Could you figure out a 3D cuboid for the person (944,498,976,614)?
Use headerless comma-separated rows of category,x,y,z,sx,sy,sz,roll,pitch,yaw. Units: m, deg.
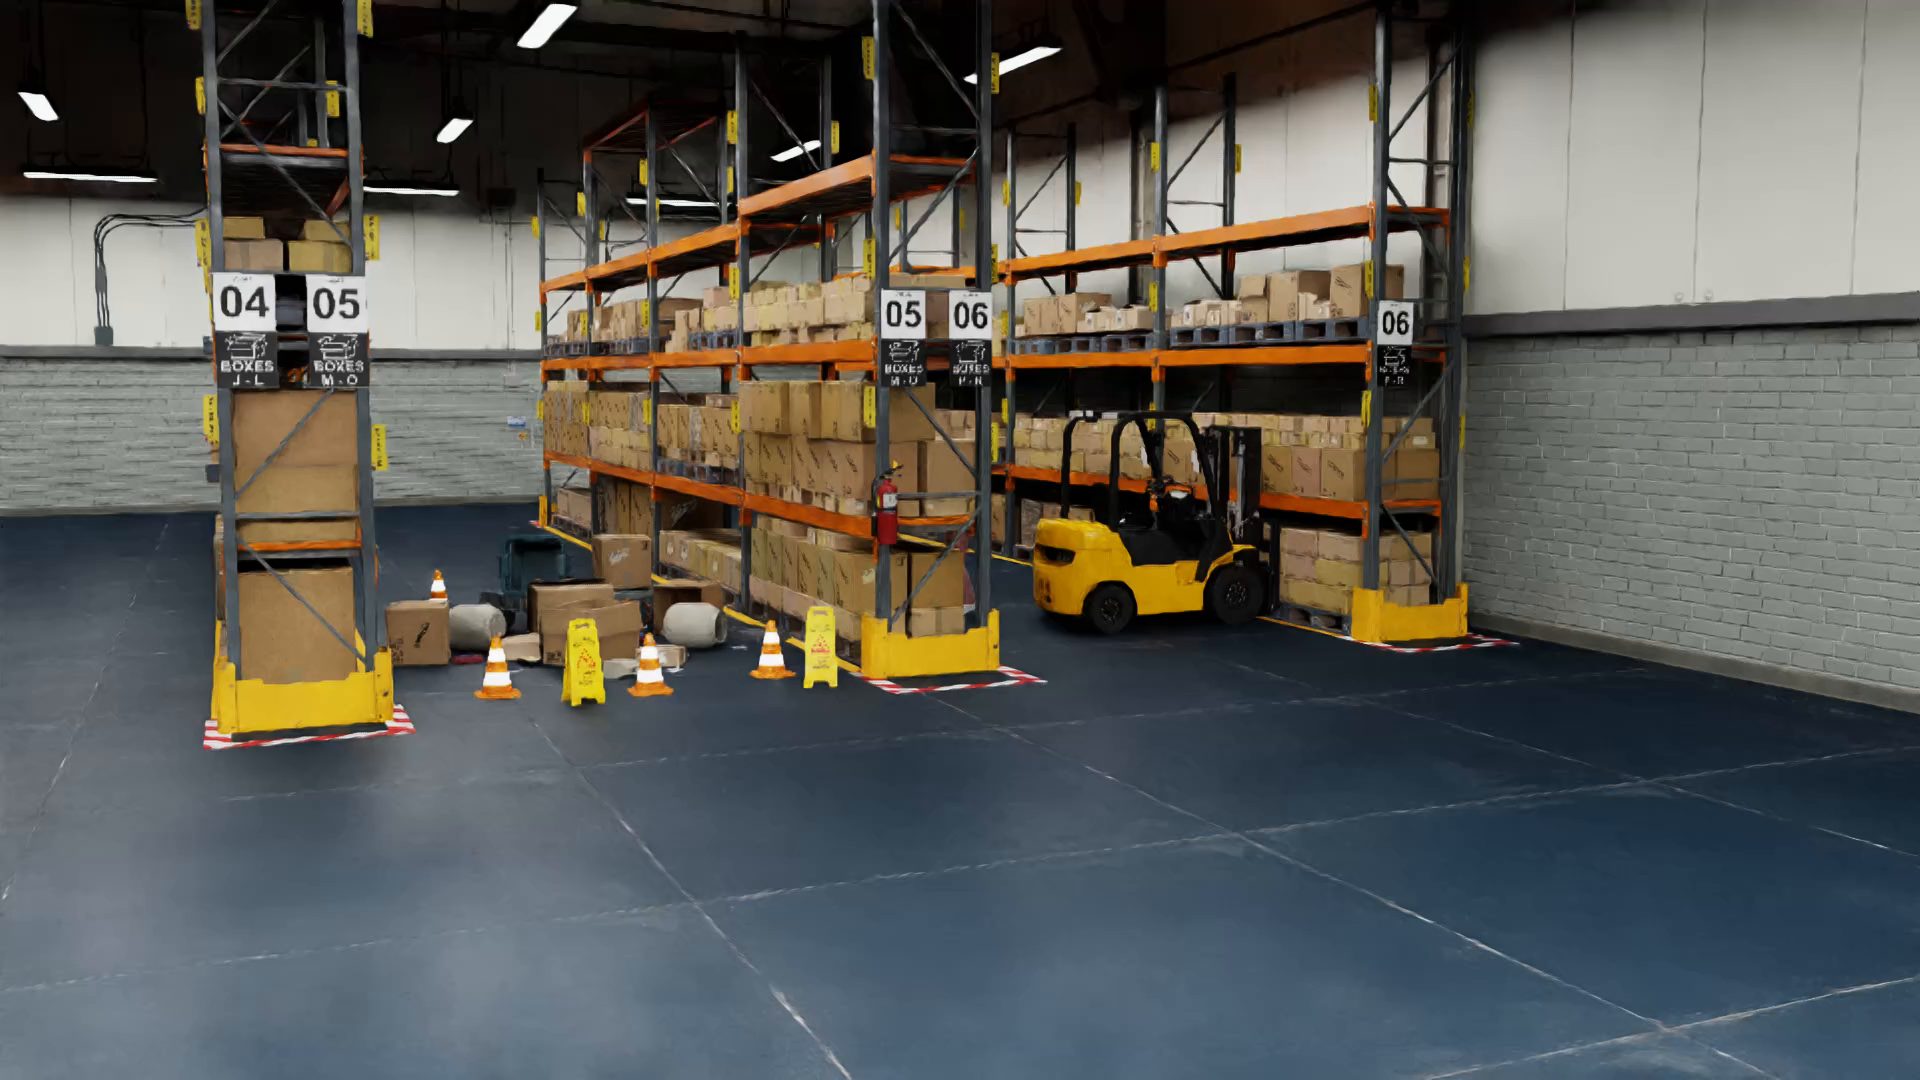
person,-0.011,-0.064,17.593,0.431,1.677,0.542,2,6,19
